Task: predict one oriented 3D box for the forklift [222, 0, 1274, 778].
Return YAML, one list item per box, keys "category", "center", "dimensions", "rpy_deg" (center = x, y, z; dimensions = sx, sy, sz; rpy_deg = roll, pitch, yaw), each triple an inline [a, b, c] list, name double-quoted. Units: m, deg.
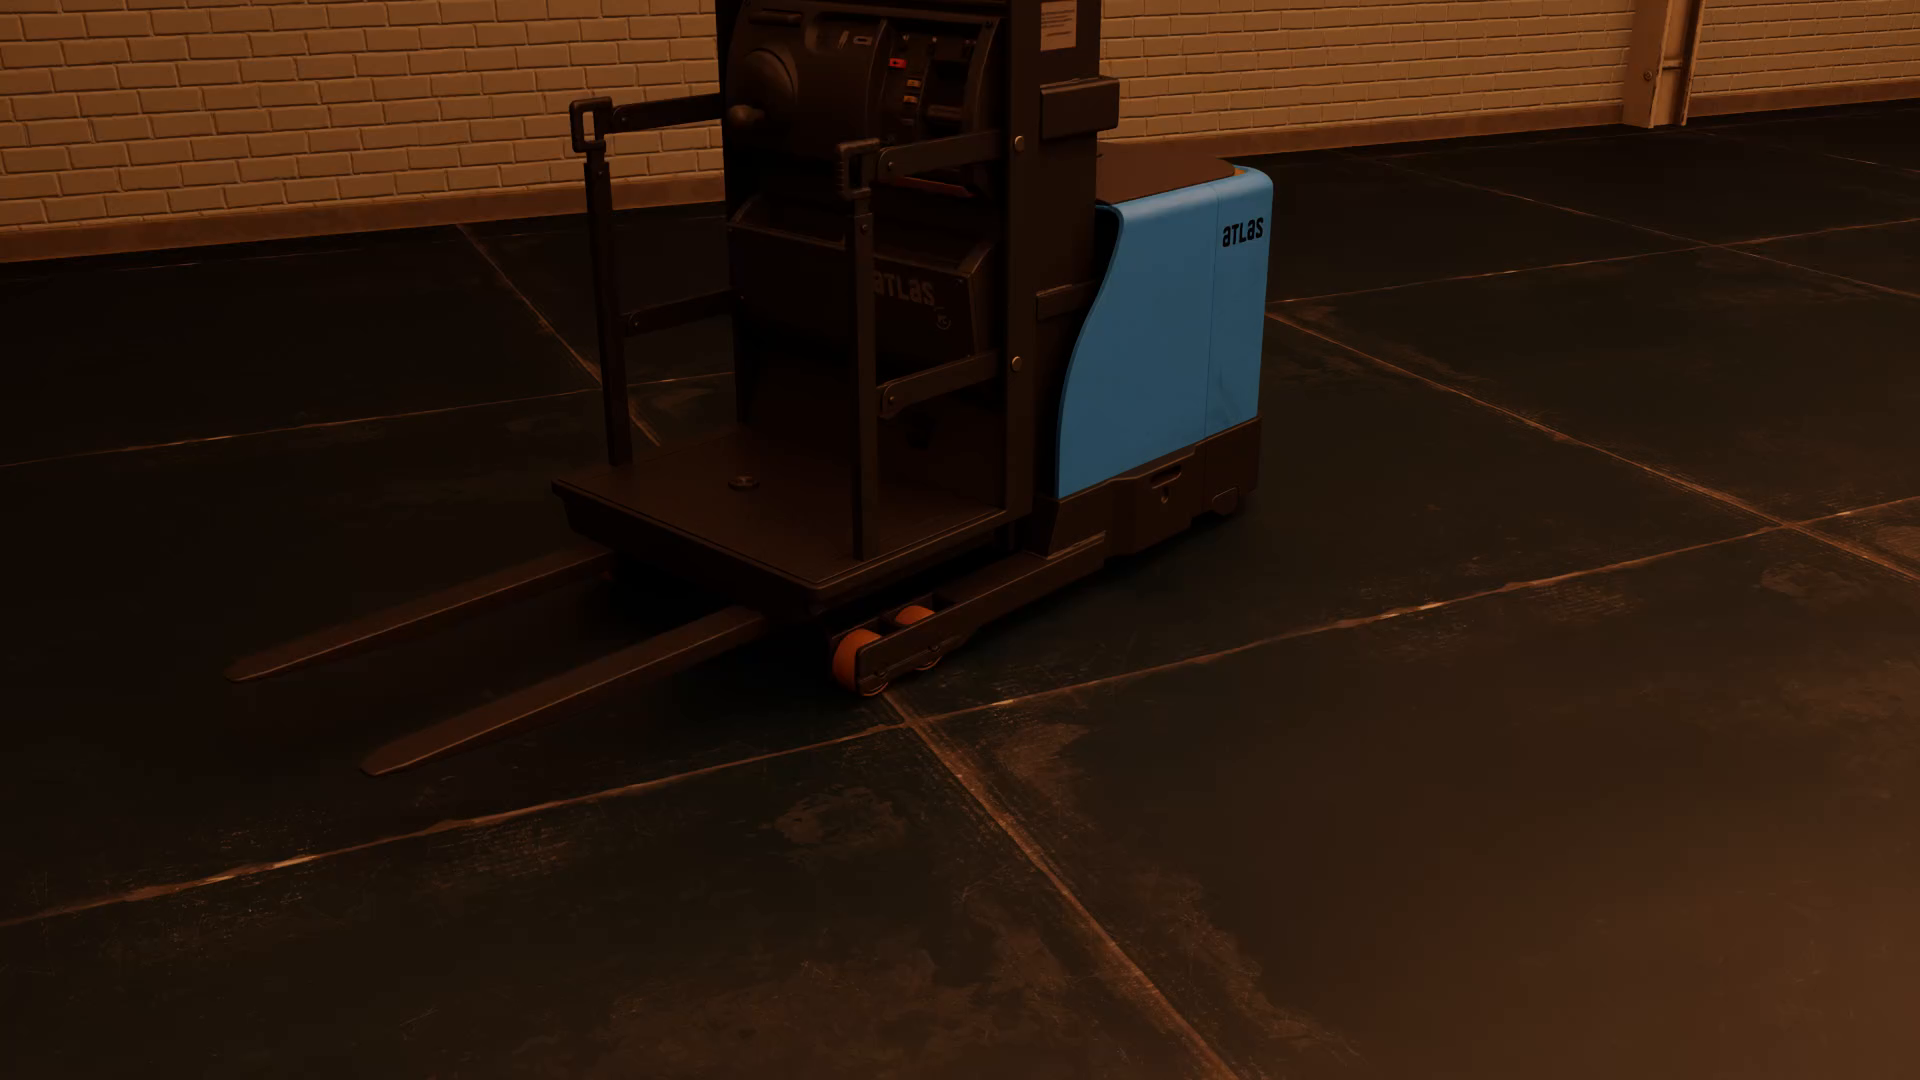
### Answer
- category: "forklift"
  center: [-0.413, -1.182, 4.131]
  dimensions: [1.130, 2.935, 3.031]
  rpy_deg: [19, 29, 39]
